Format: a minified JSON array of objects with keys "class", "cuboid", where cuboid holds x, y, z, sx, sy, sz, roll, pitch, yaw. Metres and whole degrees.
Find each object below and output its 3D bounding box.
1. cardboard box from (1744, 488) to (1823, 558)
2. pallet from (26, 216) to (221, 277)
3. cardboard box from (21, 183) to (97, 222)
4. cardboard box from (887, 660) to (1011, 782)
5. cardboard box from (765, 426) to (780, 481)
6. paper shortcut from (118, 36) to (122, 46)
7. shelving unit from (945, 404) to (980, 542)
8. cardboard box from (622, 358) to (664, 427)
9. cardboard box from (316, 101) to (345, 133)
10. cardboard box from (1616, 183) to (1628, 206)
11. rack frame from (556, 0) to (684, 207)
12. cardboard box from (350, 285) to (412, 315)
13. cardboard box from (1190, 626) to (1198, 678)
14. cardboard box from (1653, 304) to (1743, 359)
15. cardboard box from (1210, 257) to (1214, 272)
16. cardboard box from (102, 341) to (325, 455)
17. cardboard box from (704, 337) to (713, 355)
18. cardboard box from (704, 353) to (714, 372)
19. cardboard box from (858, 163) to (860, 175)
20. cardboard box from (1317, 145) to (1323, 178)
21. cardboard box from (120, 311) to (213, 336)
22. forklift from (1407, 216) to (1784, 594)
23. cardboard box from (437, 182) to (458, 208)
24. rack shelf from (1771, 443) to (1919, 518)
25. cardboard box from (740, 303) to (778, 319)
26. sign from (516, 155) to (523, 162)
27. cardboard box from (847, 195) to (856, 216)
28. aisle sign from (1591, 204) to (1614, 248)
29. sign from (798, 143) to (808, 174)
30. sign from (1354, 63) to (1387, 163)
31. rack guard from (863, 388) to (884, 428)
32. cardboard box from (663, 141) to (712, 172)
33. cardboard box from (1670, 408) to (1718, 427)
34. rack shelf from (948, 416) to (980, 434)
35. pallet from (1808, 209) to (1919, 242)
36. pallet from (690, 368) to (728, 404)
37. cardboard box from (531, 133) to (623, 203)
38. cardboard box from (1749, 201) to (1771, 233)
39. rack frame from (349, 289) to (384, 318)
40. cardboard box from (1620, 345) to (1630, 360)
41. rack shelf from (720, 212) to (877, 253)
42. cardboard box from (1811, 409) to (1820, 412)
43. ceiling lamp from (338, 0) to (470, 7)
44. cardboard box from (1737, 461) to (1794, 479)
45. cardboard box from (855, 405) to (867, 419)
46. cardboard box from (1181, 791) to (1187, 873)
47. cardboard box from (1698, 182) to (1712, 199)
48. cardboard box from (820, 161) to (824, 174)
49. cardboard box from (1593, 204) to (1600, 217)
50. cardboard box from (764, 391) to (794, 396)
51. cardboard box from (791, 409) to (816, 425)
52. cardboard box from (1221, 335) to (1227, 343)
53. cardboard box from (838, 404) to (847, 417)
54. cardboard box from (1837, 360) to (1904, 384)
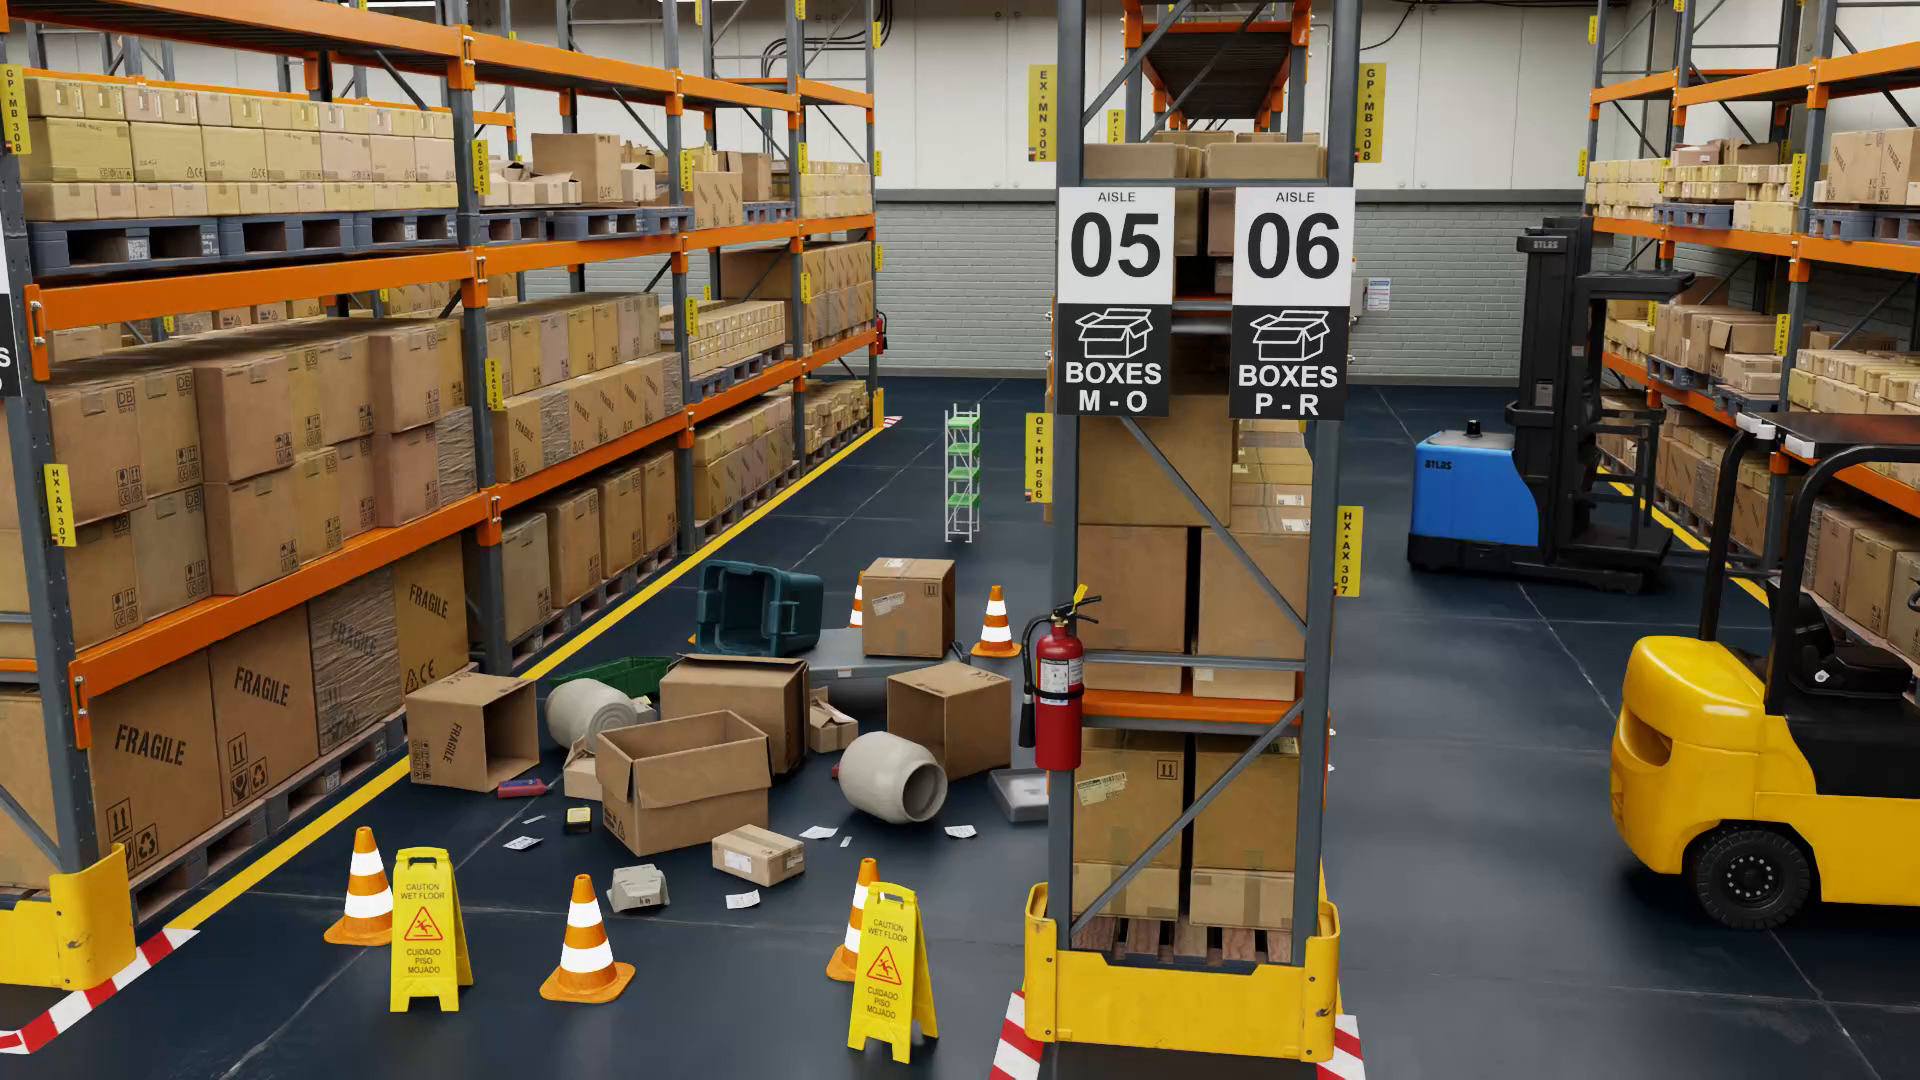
[{"class":"cardboard box","cuboid":[6.821,-0.137,13.703,0.500,0.500,0.500,2,12,10]},{"class":"pallet","cuboid":[-3.970,-1.271,7.116,1.003,0.211,1.213,2,12,9]},{"class":"cardboard box","cuboid":[-3.705,-1.352,6.644,0.380,0.149,0.250,2,12,9]},{"class":"cardboard box","cuboid":[-0.062,1.013,9.355,0.500,0.500,0.500,-10,16,-40]},{"class":"cardboard box","cuboid":[-2.173,-0.905,17.267,0.500,0.500,0.500,2,12,7]},{"class":"paper shortcut","cuboid":[-8.045,-4.833,15.984,0.009,0.170,0.078,12,-17,6]},{"class":"shelving unit","cuboid":[0.025,-0.621,15.283,0.258,1.200,0.503,2,12,9]},{"class":"cardboard box","cuboid":[-2.726,-1.201,13.465,0.500,0.500,0.500,2,12,9]},{"class":"cardboard box","cuboid":[-3.395,-2.164,8.520,0.380,0.149,0.250,2,12,8]},{"class":"cardboard box","cuboid":[7.655,-3.858,18.562,0.500,0.250,0.500,2,12,8]},{"class":"rack frame","cuboid":[-2.844,-4.291,13.800,1.000,3.000,0.127,2,12,9]},{"class":"cardboard box","cuboid":[-6.788,-2.903,19.469,0.500,0.500,0.500,2,12,9]},{"class":"cardboard box","cuboid":[1.114,0.452,6.628,0.380,0.149,0.250,2,12,9]},{"class":"cardboard box","cuboid":[7.288,-2.052,16.418,0.700,0.500,0.500,2,12,10]},{"class":"cardboard box","cuboid":[1.369,-1.335,7.803,0.380,0.149,0.250,2,12,8]},{"class":"cardboard box","cuboid":[-3.812,-0.714,8.525,0.875,0.550,0.500,2,12,9]},{"class":"cardboard box","cuboid":[-2.494,-1.792,15.341,0.380,0.149,0.250,1,12,7]},{"class":"cardboard box","cuboid":[-2.493,-1.639,15.336,0.380,0.149,0.250,3,12,11]},{"class":"cardboard box","cuboid":[-1.488,-4.728,21.173,0.380,0.149,0.250,2,12,9]},{"class":"cardboard box","cuboid":[1.211,-1.457,6.476,0.380,0.149,0.250,2,12,9]},{"class":"cardboard box","cuboid":[-7.601,-2.231,15.863,0.797,0.503,0.637,2,12,11]},{"class":"forklift","cuboid":[5.341,-1.127,13.523,3.031,2.935,1.130,6,14,27]},{"class":"cardboard box","cuboid":[-3.199,-2.037,9.824,0.380,0.149,0.250,2,12,8]},{"class":"rack shelf","cuboid":[6.660,-0.291,11.187,1.077,0.370,4.000,2,12,9]},{"class":"cardboard box","cuboid":[-2.138,-2.418,17.539,0.380,0.149,0.250,2,12,7]},{"class":"sign","cuboid":[-5.965,-5.045,22.507,0.100,0.325,0.005,2,12,9]},{"class":"cardboard box","cuboid":[-1.583,-4.104,20.410,0.500,0.250,0.500,2,12,11]},{"class":"aisle sign","cuboid":[7.919,-4.019,20.607,0.394,0.787,0.004,2,12,9]},{"class":"sign","cuboid":[-1.680,-4.085,17.804,0.100,0.325,0.005,2,12,9]},{"class":"sign","cuboid":[1.369,-1.430,5.569,0.100,0.325,0.005,2,12,9]},{"class":"rack guard","cuboid":[-1.625,-1.786,22.350,1.175,0.500,0.348,2,12,9]},{"class":"cardboard box","cuboid":[-2.430,-3.430,14.873,0.396,0.266,0.258,2,12,9]},{"class":"cardboard box","cuboid":[7.273,-1.216,16.462,0.380,0.149,0.250,1,12,6]},{"class":"rack shelf","cuboid":[0.025,-1.028,15.196,0.258,0.148,0.480,2,12,9]},{"class":"pallet","cuboid":[6.952,-2.289,12.078,1.213,0.211,1.003,2,12,11]},{"class":"pallet","cuboid":[-2.840,-1.416,15.157,1.213,0.211,1.003,2,12,9]},{"class":"cardboard box","cuboid":[-2.834,-2.757,12.330,0.500,0.500,0.500,2,12,9]},{"class":"cardboard box","cuboid":[6.884,-2.671,13.761,0.500,0.250,0.500,2,12,9]},{"class":"rack frame","cuboid":[-7.114,-2.373,19.139,1.000,3.000,0.127,2,12,9]},{"class":"cardboard box","cuboid":[7.496,-2.061,18.289,0.380,0.149,0.250,2,12,8]},{"class":"rack shelf","cuboid":[-1.921,-3.722,19.988,1.077,0.370,4.000,2,12,9]},{"class":"cardboard box","cuboid":[6.576,-0.797,12.182,0.500,0.250,0.500,2,12,7]},{"class":"ceiling lamp","cuboid":[-8.492,-9.629,24.715,2.000,3.185,0.800,2,12,9]},{"class":"cardboard box","cuboid":[6.889,-0.582,14.225,0.380,0.149,0.250,1,12,7]},{"class":"cardboard box","cuboid":[-1.428,-1.662,21.613,0.380,0.149,0.250,2,12,10]},{"class":"cardboard box","cuboid":[0.778,1.301,7.624,0.500,0.250,0.500,2,12,9]},{"class":"cardboard box","cuboid":[6.942,-3.175,15.103,0.380,0.149,0.250,2,12,10]},{"class":"cardboard box","cuboid":[-1.783,-4.293,19.152,0.380,0.149,0.250,1,12,7]},{"class":"cardboard box","cuboid":[7.920,-4.009,20.208,0.380,0.149,0.250,2,12,10]},{"class":"cardboard box","cuboid":[-2.213,-1.753,20.624,0.380,0.149,0.250,2,12,10]},{"class":"cardboard box","cuboid":[-1.870,-1.414,19.048,0.380,0.149,0.250,3,12,11]},{"class":"cardboard box","cuboid":[1.066,-0.879,8.892,0.700,0.500,0.500,2,12,9]},{"class":"cardboard box","cuboid":[-1.616,-1.592,20.583,0.380,0.149,0.250,3,12,11]},{"class":"cardboard box","cuboid":[6.546,-1.203,11.936,0.380,0.149,0.250,2,12,9]}]
